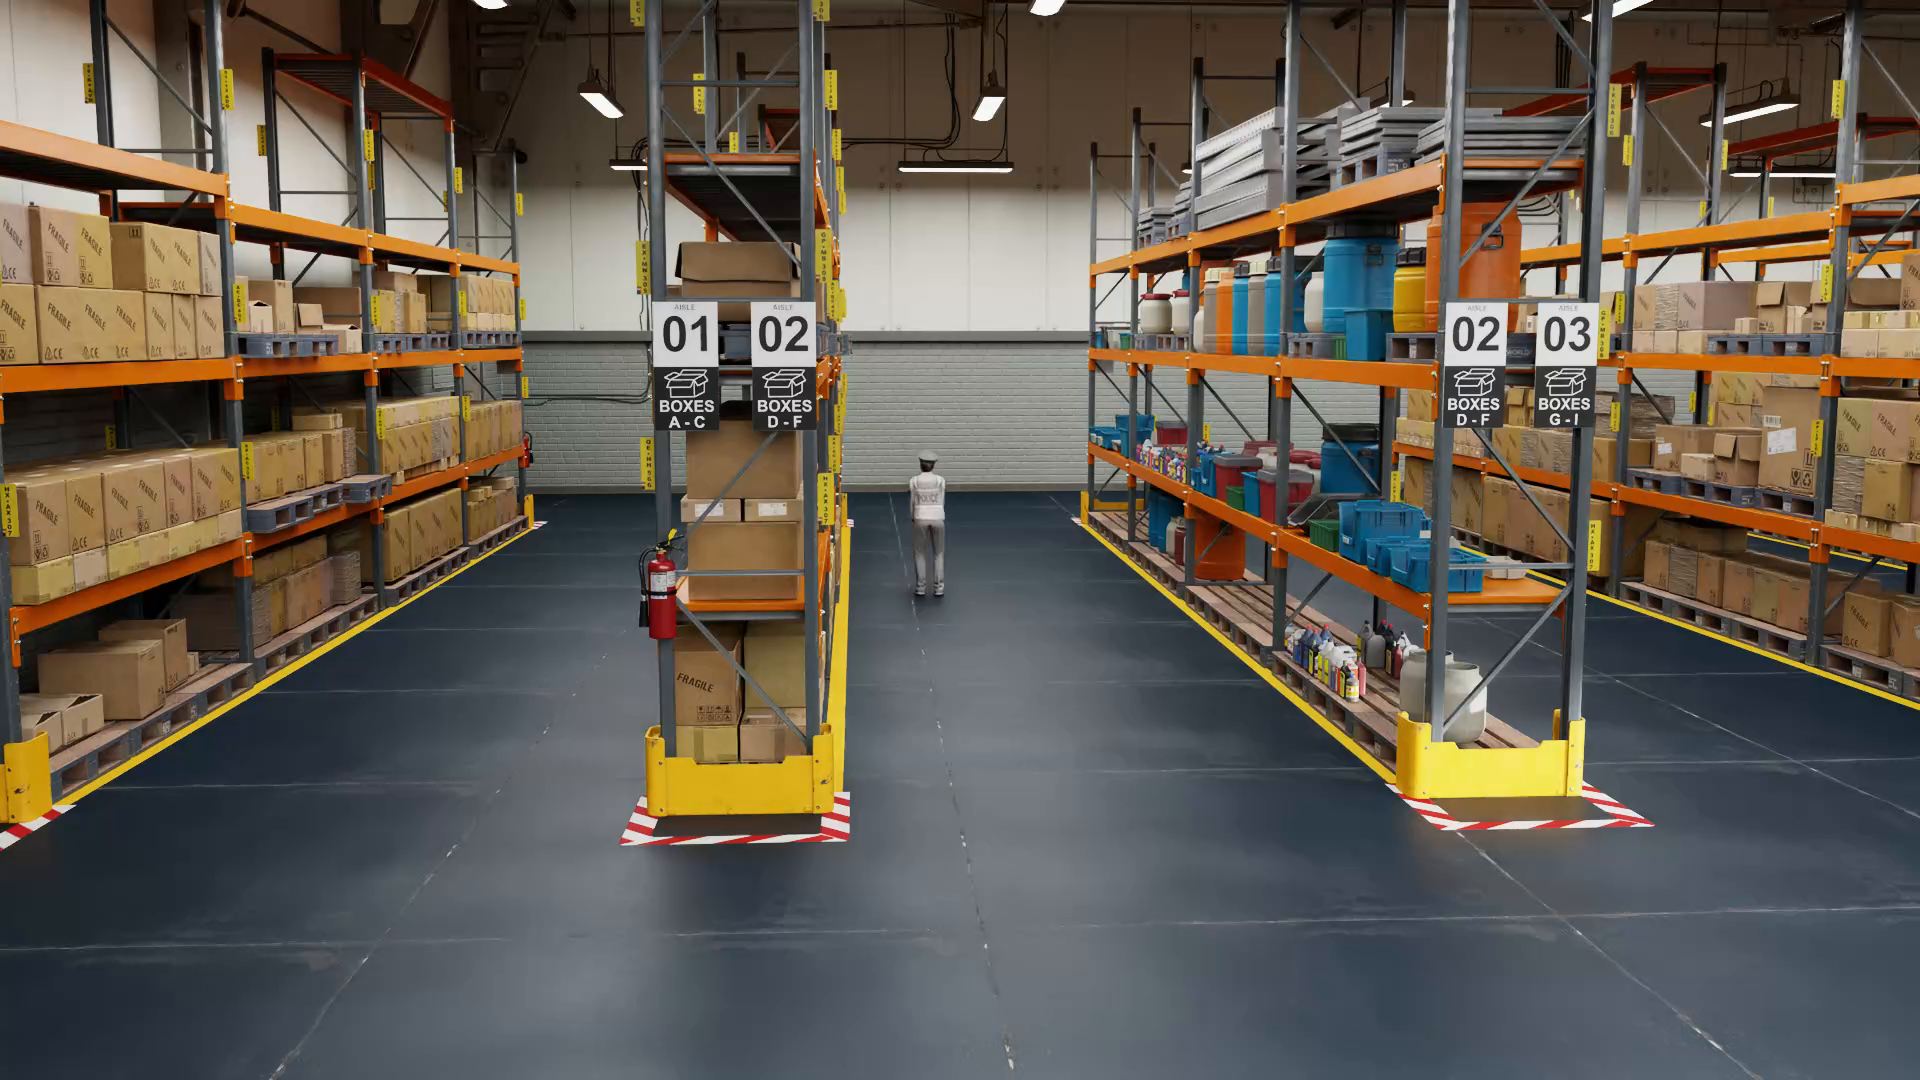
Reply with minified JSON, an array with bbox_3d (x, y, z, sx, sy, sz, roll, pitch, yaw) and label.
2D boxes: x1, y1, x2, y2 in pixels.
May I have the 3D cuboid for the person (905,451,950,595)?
[{"bbox_3d":[-0.382,-0.186,19.255,0.515,1.664,0.412,-1,7,-6],"label":"person"}]
